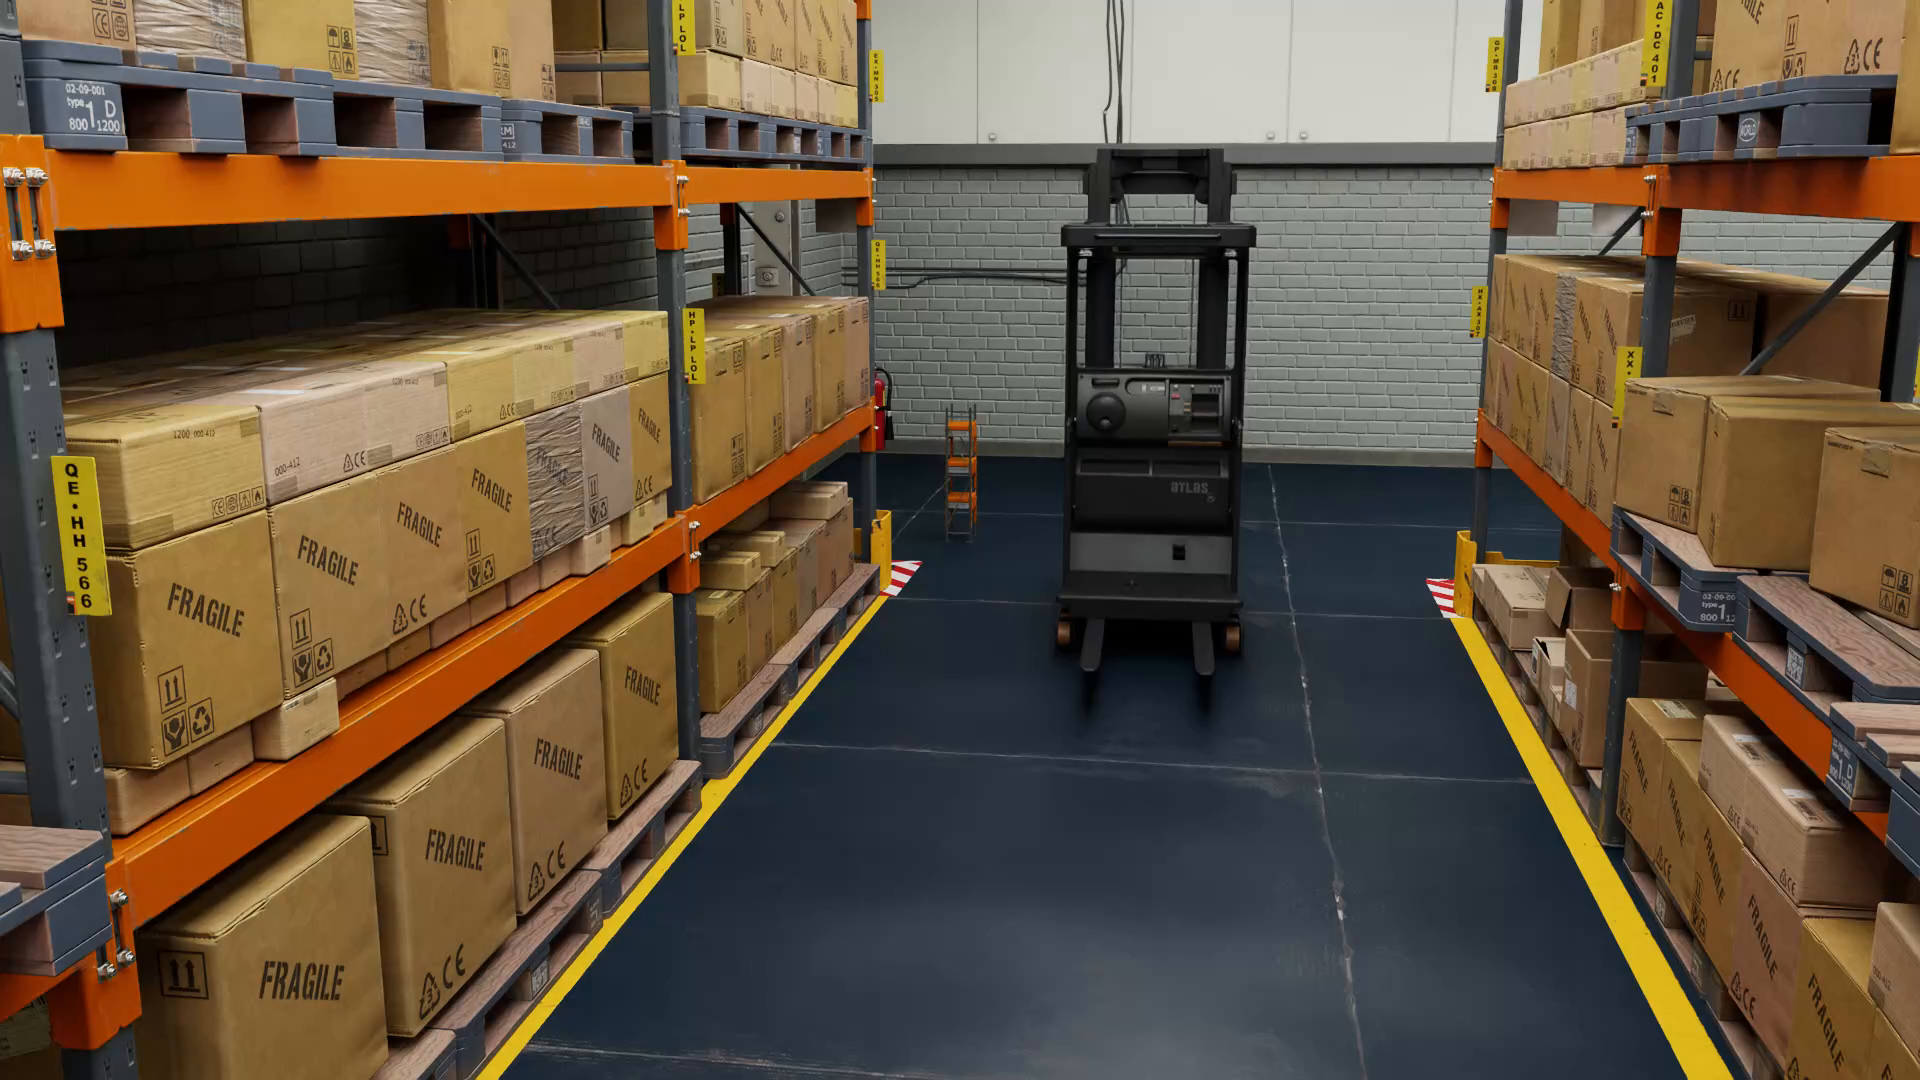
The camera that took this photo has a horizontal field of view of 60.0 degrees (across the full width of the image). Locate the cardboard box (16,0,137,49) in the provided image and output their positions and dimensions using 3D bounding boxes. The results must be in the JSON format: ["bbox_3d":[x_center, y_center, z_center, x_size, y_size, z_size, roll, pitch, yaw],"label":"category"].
[{"bbox_3d":[-2.291,-1.326,3.626,0.700,0.500,0.500,1,12,4],"label":"cardboard box"}]

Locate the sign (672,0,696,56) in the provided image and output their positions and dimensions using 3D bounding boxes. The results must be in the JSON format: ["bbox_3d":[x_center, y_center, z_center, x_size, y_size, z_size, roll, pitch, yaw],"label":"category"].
[{"bbox_3d":[-1.155,-2.185,6.918,0.100,0.325,0.005,2,12,9],"label":"sign"}]

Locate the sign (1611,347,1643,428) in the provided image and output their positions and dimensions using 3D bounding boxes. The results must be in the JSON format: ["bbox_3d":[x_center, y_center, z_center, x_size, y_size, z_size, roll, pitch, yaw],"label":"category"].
[{"bbox_3d":[2.666,-0.607,6.636,0.100,0.325,0.005,2,12,9],"label":"sign"}]

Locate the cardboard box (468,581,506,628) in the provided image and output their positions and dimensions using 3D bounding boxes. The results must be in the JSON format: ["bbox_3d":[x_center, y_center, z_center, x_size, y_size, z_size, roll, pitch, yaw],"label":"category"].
[{"bbox_3d":[-1.756,0.183,5.574,0.380,0.149,0.250,2,12,10],"label":"cardboard box"}]

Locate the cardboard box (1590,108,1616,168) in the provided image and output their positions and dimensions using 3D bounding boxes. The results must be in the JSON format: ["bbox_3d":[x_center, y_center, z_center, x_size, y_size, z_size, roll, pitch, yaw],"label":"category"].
[{"bbox_3d":[3.102,-1.775,7.344,0.500,0.250,0.500,2,12,9],"label":"cardboard box"}]

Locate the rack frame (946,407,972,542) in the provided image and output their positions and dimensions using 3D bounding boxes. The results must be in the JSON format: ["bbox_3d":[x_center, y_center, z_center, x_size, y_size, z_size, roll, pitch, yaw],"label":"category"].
[{"bbox_3d":[-0.011,-0.499,12.817,0.200,1.050,0.008,2,12,9],"label":"rack frame"}]

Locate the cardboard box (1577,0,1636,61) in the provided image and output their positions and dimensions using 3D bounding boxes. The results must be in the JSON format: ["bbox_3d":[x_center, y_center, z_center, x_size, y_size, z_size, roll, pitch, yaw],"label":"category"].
[{"bbox_3d":[3.454,-2.587,8.148,0.700,0.500,0.500,2,12,9],"label":"cardboard box"}]

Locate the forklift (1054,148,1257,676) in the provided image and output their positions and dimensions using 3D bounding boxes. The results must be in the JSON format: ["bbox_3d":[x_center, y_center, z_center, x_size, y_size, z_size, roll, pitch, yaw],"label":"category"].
[{"bbox_3d":[1.158,-0.838,9.923,1.130,2.935,3.031,1,12,7],"label":"forklift"}]

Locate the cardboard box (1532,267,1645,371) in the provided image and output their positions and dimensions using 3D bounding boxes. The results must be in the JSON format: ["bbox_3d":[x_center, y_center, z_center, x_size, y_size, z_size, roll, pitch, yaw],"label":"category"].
[{"bbox_3d":[3.257,-1.136,8.532,0.500,0.500,0.500,2,12,8],"label":"cardboard box"}]

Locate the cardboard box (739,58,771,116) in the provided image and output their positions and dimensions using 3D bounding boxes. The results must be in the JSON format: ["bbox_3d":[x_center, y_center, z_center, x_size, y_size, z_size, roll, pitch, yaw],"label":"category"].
[{"bbox_3d":[-1.233,-2.216,8.157,0.500,0.250,0.500,2,12,7],"label":"cardboard box"}]

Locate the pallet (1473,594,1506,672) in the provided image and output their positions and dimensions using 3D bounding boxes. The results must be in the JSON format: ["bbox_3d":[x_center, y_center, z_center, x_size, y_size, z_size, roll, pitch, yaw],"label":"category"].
[{"bbox_3d":[3.685,0.544,9.967,1.003,0.211,1.213,2,12,9],"label":"pallet"}]

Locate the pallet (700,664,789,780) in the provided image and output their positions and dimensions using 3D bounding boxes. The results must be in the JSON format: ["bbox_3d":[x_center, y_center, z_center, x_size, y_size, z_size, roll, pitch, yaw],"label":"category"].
[{"bbox_3d":[-1.498,0.880,8.411,1.003,0.211,1.213,2,12,9],"label":"pallet"}]

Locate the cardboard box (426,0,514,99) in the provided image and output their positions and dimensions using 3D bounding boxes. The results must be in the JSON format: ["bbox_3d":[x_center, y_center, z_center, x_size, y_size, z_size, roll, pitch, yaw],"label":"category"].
[{"bbox_3d":[-1.958,-1.760,5.640,0.700,0.500,0.500,2,12,8],"label":"cardboard box"}]

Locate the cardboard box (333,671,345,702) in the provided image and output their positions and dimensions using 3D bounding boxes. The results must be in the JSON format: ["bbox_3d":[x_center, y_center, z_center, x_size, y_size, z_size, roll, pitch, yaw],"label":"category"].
[{"bbox_3d":[-1.939,0.396,4.585,0.380,0.149,0.250,2,12,8],"label":"cardboard box"}]

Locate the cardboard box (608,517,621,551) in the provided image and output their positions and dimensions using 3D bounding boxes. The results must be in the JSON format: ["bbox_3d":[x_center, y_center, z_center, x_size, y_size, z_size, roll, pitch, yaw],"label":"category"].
[{"bbox_3d":[-1.564,-0.029,6.559,0.380,0.149,0.250,2,12,10],"label":"cardboard box"}]

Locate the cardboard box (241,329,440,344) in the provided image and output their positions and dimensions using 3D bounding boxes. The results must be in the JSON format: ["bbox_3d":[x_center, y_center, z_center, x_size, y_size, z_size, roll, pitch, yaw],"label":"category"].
[{"bbox_3d":[-2.167,-0.597,5.875,0.500,0.250,0.500,1,12,7],"label":"cardboard box"}]

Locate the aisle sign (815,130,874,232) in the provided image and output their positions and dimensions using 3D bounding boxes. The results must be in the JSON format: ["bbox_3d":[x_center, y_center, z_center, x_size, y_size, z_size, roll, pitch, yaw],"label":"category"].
[{"bbox_3d":[-0.770,-2.436,11.008,0.394,0.787,0.004,2,12,9],"label":"aisle sign"}]

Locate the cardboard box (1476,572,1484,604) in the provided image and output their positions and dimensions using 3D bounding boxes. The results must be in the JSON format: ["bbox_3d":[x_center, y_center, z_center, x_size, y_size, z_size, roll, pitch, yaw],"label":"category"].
[{"bbox_3d":[3.376,0.297,10.175,0.380,0.166,0.250,2,12,9],"label":"cardboard box"}]

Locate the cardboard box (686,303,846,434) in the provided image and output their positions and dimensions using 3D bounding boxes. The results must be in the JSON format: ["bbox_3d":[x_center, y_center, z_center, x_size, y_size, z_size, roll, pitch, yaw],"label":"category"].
[{"bbox_3d":[-1.247,-1.049,10.028,0.980,0.700,0.700,2,12,8],"label":"cardboard box"}]

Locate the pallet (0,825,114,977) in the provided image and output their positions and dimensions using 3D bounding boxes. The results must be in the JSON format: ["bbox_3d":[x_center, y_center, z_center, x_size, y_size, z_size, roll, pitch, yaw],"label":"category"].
[{"bbox_3d":[-2.312,0.750,2.846,1.213,0.211,1.003,2,12,9],"label":"pallet"}]

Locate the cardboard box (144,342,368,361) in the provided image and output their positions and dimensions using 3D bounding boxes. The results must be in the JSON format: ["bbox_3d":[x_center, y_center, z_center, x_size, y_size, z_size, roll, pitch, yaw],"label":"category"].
[{"bbox_3d":[-2.251,-0.489,5.371,0.500,0.250,0.500,2,12,7],"label":"cardboard box"}]

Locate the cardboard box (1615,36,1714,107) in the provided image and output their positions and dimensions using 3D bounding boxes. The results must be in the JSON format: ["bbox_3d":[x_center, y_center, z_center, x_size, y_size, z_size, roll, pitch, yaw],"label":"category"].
[{"bbox_3d":[3.009,-1.915,6.811,0.500,0.250,0.500,2,12,9],"label":"cardboard box"}]

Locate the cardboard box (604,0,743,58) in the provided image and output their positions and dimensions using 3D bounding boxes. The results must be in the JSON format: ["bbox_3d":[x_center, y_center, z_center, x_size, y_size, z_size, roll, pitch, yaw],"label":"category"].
[{"bbox_3d":[-1.306,-2.481,7.607,0.500,0.500,0.500,2,12,8],"label":"cardboard box"}]

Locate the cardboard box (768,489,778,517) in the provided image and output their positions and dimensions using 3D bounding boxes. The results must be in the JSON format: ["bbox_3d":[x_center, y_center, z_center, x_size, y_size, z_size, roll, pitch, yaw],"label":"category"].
[{"bbox_3d":[-1.341,-0.239,10.379,0.380,0.149,0.250,2,12,9],"label":"cardboard box"}]

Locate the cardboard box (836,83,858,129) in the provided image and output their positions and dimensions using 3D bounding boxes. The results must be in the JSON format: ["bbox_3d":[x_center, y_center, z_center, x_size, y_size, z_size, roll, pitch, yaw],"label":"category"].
[{"bbox_3d":[-0.928,-2.647,10.156,0.500,0.250,0.500,2,12,10],"label":"cardboard box"}]

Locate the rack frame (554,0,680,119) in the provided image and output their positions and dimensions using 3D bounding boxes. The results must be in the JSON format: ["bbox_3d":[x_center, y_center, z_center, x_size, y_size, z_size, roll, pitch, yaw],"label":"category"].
[{"bbox_3d":[-1.692,-3.260,6.762,1.000,3.000,0.127,2,12,9],"label":"rack frame"}]

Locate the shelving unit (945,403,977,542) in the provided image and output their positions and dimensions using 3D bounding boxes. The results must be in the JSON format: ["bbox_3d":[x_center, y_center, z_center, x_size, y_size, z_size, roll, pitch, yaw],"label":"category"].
[{"bbox_3d":[0.008,-0.524,12.934,0.215,1.050,0.252,2,12,9],"label":"shelving unit"}]

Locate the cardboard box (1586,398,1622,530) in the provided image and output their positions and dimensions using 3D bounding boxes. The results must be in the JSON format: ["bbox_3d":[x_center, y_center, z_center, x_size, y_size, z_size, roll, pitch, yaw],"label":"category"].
[{"bbox_3d":[3.026,-0.329,7.164,0.500,0.500,0.500,2,12,10],"label":"cardboard box"}]

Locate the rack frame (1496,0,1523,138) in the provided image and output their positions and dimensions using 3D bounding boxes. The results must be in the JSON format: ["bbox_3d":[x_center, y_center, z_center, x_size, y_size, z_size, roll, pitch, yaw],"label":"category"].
[{"bbox_3d":[3.818,-3.933,9.885,1.000,3.000,0.127,2,12,9],"label":"rack frame"}]

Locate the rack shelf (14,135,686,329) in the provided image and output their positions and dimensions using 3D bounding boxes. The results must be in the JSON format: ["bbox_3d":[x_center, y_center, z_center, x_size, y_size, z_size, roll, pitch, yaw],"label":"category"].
[{"bbox_3d":[-2.000,-1.026,5.222,1.077,0.370,4.000,2,12,9],"label":"rack shelf"}]

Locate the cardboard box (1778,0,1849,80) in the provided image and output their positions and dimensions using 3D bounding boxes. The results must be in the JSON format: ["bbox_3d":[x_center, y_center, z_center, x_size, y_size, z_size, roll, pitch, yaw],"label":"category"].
[{"bbox_3d":[2.972,-1.695,5.147,0.600,0.600,0.600,2,12,8],"label":"cardboard box"}]

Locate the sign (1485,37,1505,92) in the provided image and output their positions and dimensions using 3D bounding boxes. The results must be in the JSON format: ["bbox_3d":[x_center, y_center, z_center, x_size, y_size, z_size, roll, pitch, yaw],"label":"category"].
[{"bbox_3d":[3.282,-2.912,10.190,0.100,0.325,0.005,2,12,9],"label":"sign"}]

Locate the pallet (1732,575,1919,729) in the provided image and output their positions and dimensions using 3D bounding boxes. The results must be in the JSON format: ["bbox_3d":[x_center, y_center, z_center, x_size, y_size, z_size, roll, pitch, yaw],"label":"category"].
[{"bbox_3d":[2.882,0.353,4.689,1.003,0.211,1.213,2,12,9],"label":"pallet"}]

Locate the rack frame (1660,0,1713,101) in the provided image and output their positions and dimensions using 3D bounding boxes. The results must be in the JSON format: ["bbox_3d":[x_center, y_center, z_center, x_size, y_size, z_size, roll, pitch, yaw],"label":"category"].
[{"bbox_3d":[3.203,-3.101,6.021,1.000,3.000,0.127,2,12,9],"label":"rack frame"}]

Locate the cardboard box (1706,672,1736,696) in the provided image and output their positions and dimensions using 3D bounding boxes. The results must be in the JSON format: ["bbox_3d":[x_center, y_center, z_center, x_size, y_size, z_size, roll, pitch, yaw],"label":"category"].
[{"bbox_3d":[3.604,0.741,8.115,0.380,0.166,0.250,2,12,9],"label":"cardboard box"}]

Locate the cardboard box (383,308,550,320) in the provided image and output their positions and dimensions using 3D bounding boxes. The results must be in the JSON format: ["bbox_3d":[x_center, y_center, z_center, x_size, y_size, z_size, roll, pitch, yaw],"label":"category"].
[{"bbox_3d":[-2.021,-0.811,6.866,0.500,0.250,0.500,2,12,10],"label":"cardboard box"}]

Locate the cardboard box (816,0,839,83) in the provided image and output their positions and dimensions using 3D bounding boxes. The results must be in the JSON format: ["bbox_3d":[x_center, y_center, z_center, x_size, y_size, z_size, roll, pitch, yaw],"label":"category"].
[{"bbox_3d":[-1.008,-2.909,9.594,0.500,0.500,0.500,2,12,10],"label":"cardboard box"}]

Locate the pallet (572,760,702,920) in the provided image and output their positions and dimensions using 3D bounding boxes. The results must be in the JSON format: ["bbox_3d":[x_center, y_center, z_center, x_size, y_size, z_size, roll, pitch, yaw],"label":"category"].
[{"bbox_3d":[-1.737,1.198,6.931,1.003,0.211,1.213,2,12,9],"label":"pallet"}]

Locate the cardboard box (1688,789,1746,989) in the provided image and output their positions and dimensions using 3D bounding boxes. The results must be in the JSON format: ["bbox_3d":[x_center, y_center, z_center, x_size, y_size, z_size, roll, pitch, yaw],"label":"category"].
[{"bbox_3d":[2.732,1.147,5.441,0.500,0.500,0.500,2,12,9],"label":"cardboard box"}]

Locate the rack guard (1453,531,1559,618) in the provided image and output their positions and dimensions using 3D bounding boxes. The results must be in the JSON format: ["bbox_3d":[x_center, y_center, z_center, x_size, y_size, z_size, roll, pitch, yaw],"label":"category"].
[{"bbox_3d":[3.806,0.237,10.707,1.175,0.500,0.348,2,12,9],"label":"rack guard"}]

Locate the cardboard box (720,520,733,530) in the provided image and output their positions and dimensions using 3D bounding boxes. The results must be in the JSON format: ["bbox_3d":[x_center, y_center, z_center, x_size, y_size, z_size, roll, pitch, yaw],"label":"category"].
[{"bbox_3d":[-1.497,-0.028,9.399,0.380,0.149,0.250,2,12,8],"label":"cardboard box"}]

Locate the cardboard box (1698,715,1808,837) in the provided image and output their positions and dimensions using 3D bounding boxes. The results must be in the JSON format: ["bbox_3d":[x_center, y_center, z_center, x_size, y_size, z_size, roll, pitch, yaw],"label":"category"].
[{"bbox_3d":[2.734,0.773,5.394,0.500,0.250,0.500,2,12,9],"label":"cardboard box"}]

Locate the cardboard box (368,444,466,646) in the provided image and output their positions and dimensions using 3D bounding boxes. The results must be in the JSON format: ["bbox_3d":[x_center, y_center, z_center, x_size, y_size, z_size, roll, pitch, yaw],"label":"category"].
[{"bbox_3d":[-1.813,-0.004,4.901,0.500,0.500,0.500,2,12,8],"label":"cardboard box"}]

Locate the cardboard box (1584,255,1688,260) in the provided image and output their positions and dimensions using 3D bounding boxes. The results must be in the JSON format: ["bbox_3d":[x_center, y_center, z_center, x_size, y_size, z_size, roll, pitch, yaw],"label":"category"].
[{"bbox_3d":[4.021,-1.437,9.930,0.500,0.500,0.500,2,12,8],"label":"cardboard box"}]

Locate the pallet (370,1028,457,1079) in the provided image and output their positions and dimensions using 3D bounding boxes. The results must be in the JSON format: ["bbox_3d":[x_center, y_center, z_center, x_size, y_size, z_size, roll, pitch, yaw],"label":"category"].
[{"bbox_3d":[-2.112,1.706,4.574,1.003,0.211,1.213,2,12,9],"label":"pallet"}]

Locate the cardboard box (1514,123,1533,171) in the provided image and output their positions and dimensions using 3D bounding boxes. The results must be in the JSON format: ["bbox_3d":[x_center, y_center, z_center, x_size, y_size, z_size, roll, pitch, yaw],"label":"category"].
[{"bbox_3d":[3.398,-2.191,9.277,0.500,0.250,0.500,2,12,9],"label":"cardboard box"}]

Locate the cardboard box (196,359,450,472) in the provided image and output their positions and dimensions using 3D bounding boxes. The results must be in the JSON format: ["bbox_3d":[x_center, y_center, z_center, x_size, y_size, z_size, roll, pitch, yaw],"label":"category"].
[{"bbox_3d":[-1.828,-0.368,4.810,0.500,0.250,0.500,2,12,9],"label":"cardboard box"}]

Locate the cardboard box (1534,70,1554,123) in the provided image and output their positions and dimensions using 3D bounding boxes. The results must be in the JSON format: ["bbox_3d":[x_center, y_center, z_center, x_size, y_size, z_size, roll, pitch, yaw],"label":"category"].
[{"bbox_3d":[3.328,-2.331,8.741,0.500,0.250,0.500,2,12,9],"label":"cardboard box"}]

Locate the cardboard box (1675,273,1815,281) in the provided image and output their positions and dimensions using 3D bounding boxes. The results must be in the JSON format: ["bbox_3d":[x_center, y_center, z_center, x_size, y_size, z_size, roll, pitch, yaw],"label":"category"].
[{"bbox_3d":[3.712,-1.009,7.945,0.500,0.500,0.500,2,12,7],"label":"cardboard box"}]

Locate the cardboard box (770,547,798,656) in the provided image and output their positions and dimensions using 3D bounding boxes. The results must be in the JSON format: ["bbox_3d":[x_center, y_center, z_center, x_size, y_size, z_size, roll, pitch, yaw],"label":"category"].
[{"bbox_3d":[-1.314,0.325,9.300,0.700,0.500,0.500,2,12,10],"label":"cardboard box"}]

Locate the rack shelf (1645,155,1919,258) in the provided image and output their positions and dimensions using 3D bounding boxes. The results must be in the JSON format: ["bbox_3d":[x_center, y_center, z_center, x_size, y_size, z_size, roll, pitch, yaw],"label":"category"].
[{"bbox_3d":[2.895,-0.866,4.481,1.077,0.370,4.000,2,12,9],"label":"rack shelf"}]

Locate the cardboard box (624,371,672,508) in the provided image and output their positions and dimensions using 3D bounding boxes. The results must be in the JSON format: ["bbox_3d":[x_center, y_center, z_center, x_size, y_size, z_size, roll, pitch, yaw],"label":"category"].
[{"bbox_3d":[-1.514,-0.428,6.866,0.500,0.500,0.500,2,12,8],"label":"cardboard box"}]

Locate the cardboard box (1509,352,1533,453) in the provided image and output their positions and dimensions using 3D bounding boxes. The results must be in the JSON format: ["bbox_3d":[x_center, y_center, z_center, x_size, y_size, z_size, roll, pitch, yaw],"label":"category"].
[{"bbox_3d":[3.335,-0.754,9.134,0.500,0.500,0.500,2,12,8],"label":"cardboard box"}]

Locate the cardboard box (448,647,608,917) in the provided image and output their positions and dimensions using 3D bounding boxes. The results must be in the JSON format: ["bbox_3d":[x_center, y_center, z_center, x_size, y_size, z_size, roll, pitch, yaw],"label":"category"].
[{"bbox_3d":[-1.798,0.842,6.070,0.750,0.750,0.750,2,12,10],"label":"cardboard box"}]

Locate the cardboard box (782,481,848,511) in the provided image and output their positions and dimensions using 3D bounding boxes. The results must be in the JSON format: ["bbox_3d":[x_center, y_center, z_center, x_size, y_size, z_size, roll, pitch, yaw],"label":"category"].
[{"bbox_3d":[-0.926,-0.279,10.566,0.380,0.149,0.250,2,12,8],"label":"cardboard box"}]

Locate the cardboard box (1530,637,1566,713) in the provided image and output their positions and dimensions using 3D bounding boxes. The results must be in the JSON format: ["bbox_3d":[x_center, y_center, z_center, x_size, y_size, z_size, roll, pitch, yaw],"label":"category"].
[{"bbox_3d":[3.126,0.647,8.207,0.500,0.311,0.500,2,12,9],"label":"cardboard box"}]
